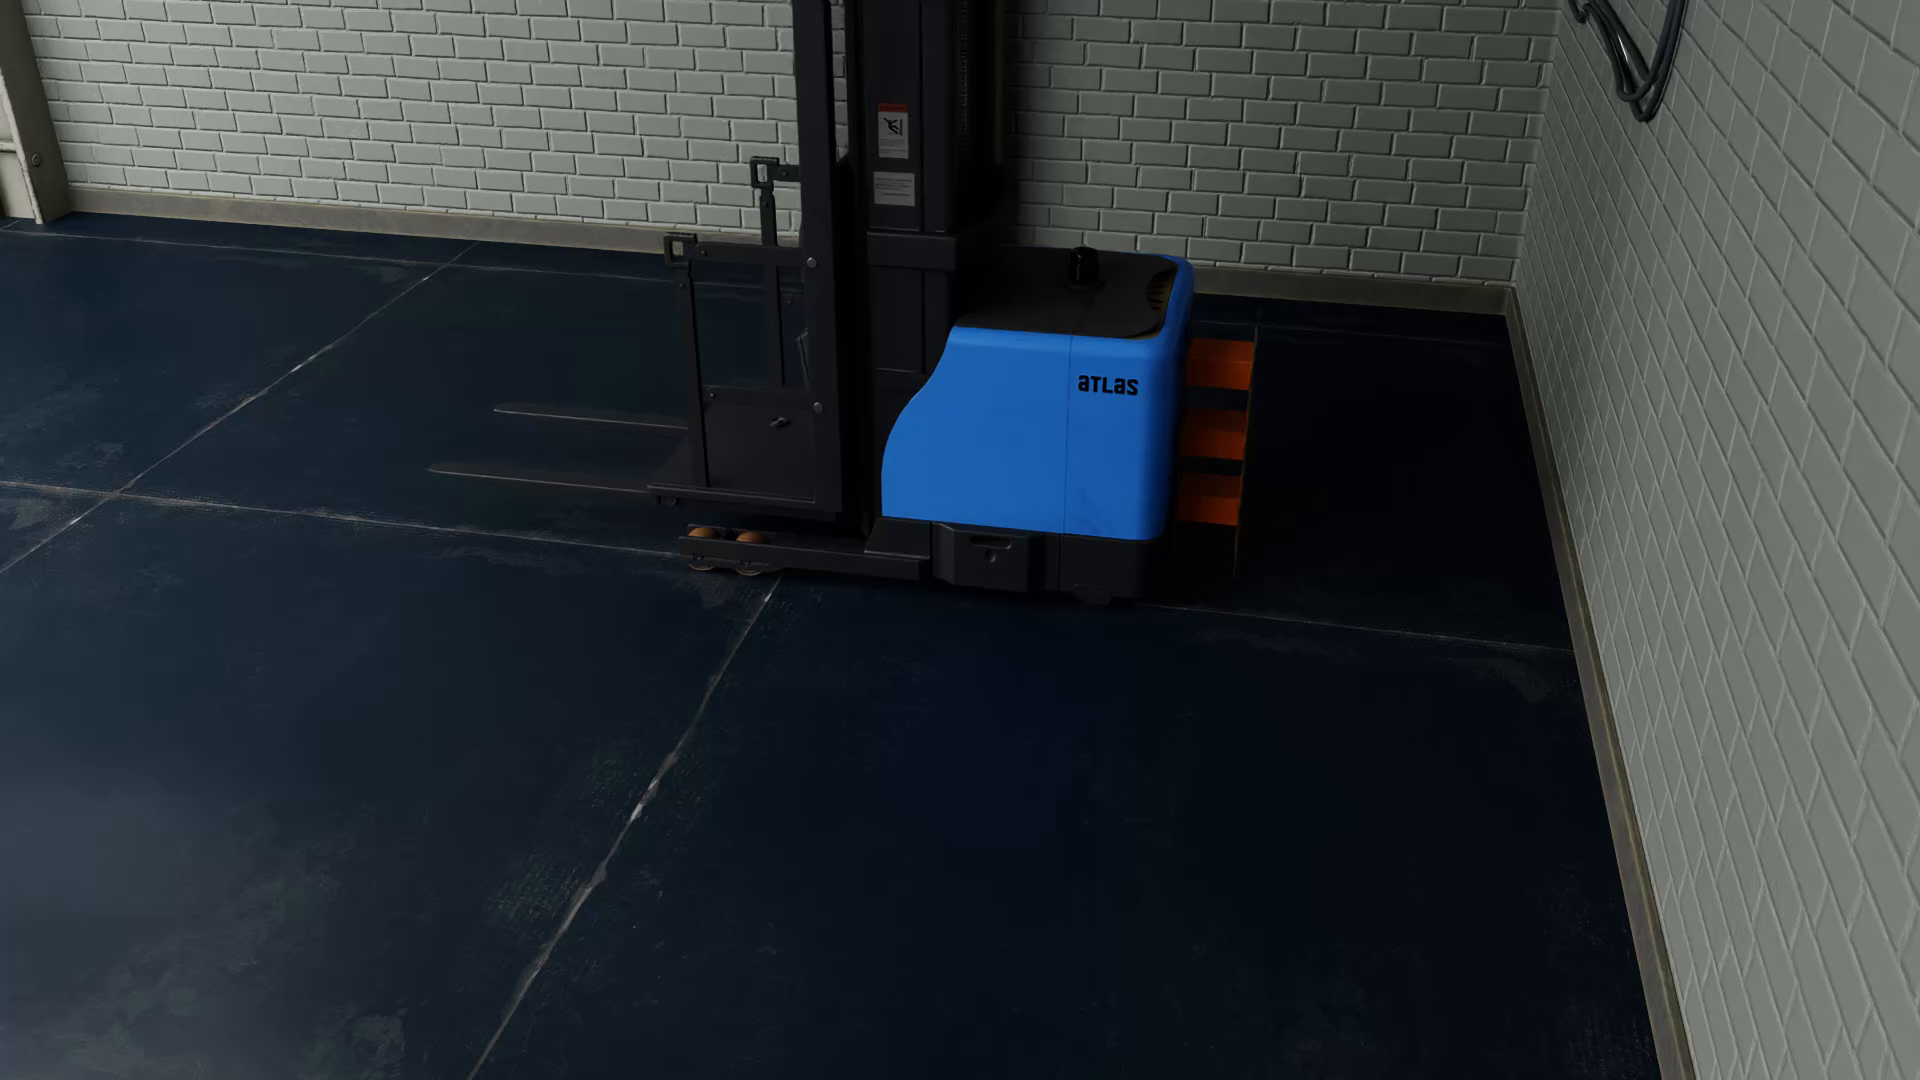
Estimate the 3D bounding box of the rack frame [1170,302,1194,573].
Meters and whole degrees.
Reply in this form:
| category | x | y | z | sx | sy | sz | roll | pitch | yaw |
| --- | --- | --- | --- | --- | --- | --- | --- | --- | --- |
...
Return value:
| category | x | y | z | sx | sy | sz | roll | pitch | yaw |
| --- | --- | --- | --- | --- | --- | --- | --- | --- | --- |
| rack frame | 0.845 | -0.377 | 6.345 | 0.008 | 1.050 | 0.200 | 6 | 29 | 10 |

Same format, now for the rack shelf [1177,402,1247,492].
| category | x | y | z | sx | sy | sz | roll | pitch | yaw |
| --- | --- | --- | --- | --- | --- | --- | --- | --- | --- |
| rack shelf | 0.965 | -0.356 | 6.329 | 0.240 | 0.259 | 0.215 | 6 | 29 | 10 |

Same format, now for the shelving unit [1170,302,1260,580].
| category | x | y | z | sx | sy | sz | roll | pitch | yaw |
| --- | --- | --- | --- | --- | --- | --- | --- | --- | --- |
| shelving unit | 0.965 | -0.365 | 6.324 | 0.252 | 1.050 | 0.215 | 6 | 29 | 10 |

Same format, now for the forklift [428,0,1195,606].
| category | x | y | z | sx | sy | sz | roll | pitch | yaw |
| --- | --- | --- | --- | --- | --- | --- | --- | --- | --- |
| forklift | -0.633 | -1.387 | 6.231 | 3.031 | 2.935 | 1.130 | 6 | 29 | 10 |

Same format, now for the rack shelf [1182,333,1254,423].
| category | x | y | z | sx | sy | sz | roll | pitch | yaw |
| --- | --- | --- | --- | --- | --- | --- | --- | --- | --- |
| rack shelf | 0.965 | -0.605 | 6.192 | 0.240 | 0.259 | 0.215 | 6 | 29 | 10 |

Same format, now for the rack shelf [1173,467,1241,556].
| category | x | y | z | sx | sy | sz | roll | pitch | yaw |
| --- | --- | --- | --- | --- | --- | --- | --- | --- | --- |
| rack shelf | 0.965 | -0.112 | 6.462 | 0.240 | 0.259 | 0.215 | 6 | 29 | 10 |

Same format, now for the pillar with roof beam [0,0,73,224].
| category | x | y | z | sx | sy | sz | roll | pitch | yaw |
| --- | --- | --- | --- | --- | --- | --- | --- | --- | --- |
| pillar with roof beam | -6.758 | -3.981 | 4.650 | 0.400 | 9.000 | 9.100 | 6 | 29 | 11 |

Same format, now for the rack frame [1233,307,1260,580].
| category | x | y | z | sx | sy | sz | roll | pitch | yaw |
| --- | --- | --- | --- | --- | --- | --- | --- | --- | --- |
| rack frame | 1.084 | -0.353 | 6.302 | 0.008 | 1.050 | 0.200 | 6 | 29 | 10 |

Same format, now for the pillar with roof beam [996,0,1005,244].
| category | x | y | z | sx | sy | sz | roll | pitch | yaw |
| --- | --- | --- | --- | --- | --- | --- | --- | --- | --- |
| pillar with roof beam | -0.890 | -3.379 | 3.551 | 0.400 | 9.000 | 9.100 | 6 | 29 | 11 |

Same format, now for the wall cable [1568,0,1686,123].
| category | x | y | z | sx | sy | sz | roll | pitch | yaw |
| --- | --- | --- | --- | --- | --- | --- | --- | --- | --- |
| wall cable | 2.614 | -3.122 | 6.316 | 0.112 | 2.526 | 3.097 | 6 | 29 | 11 |
